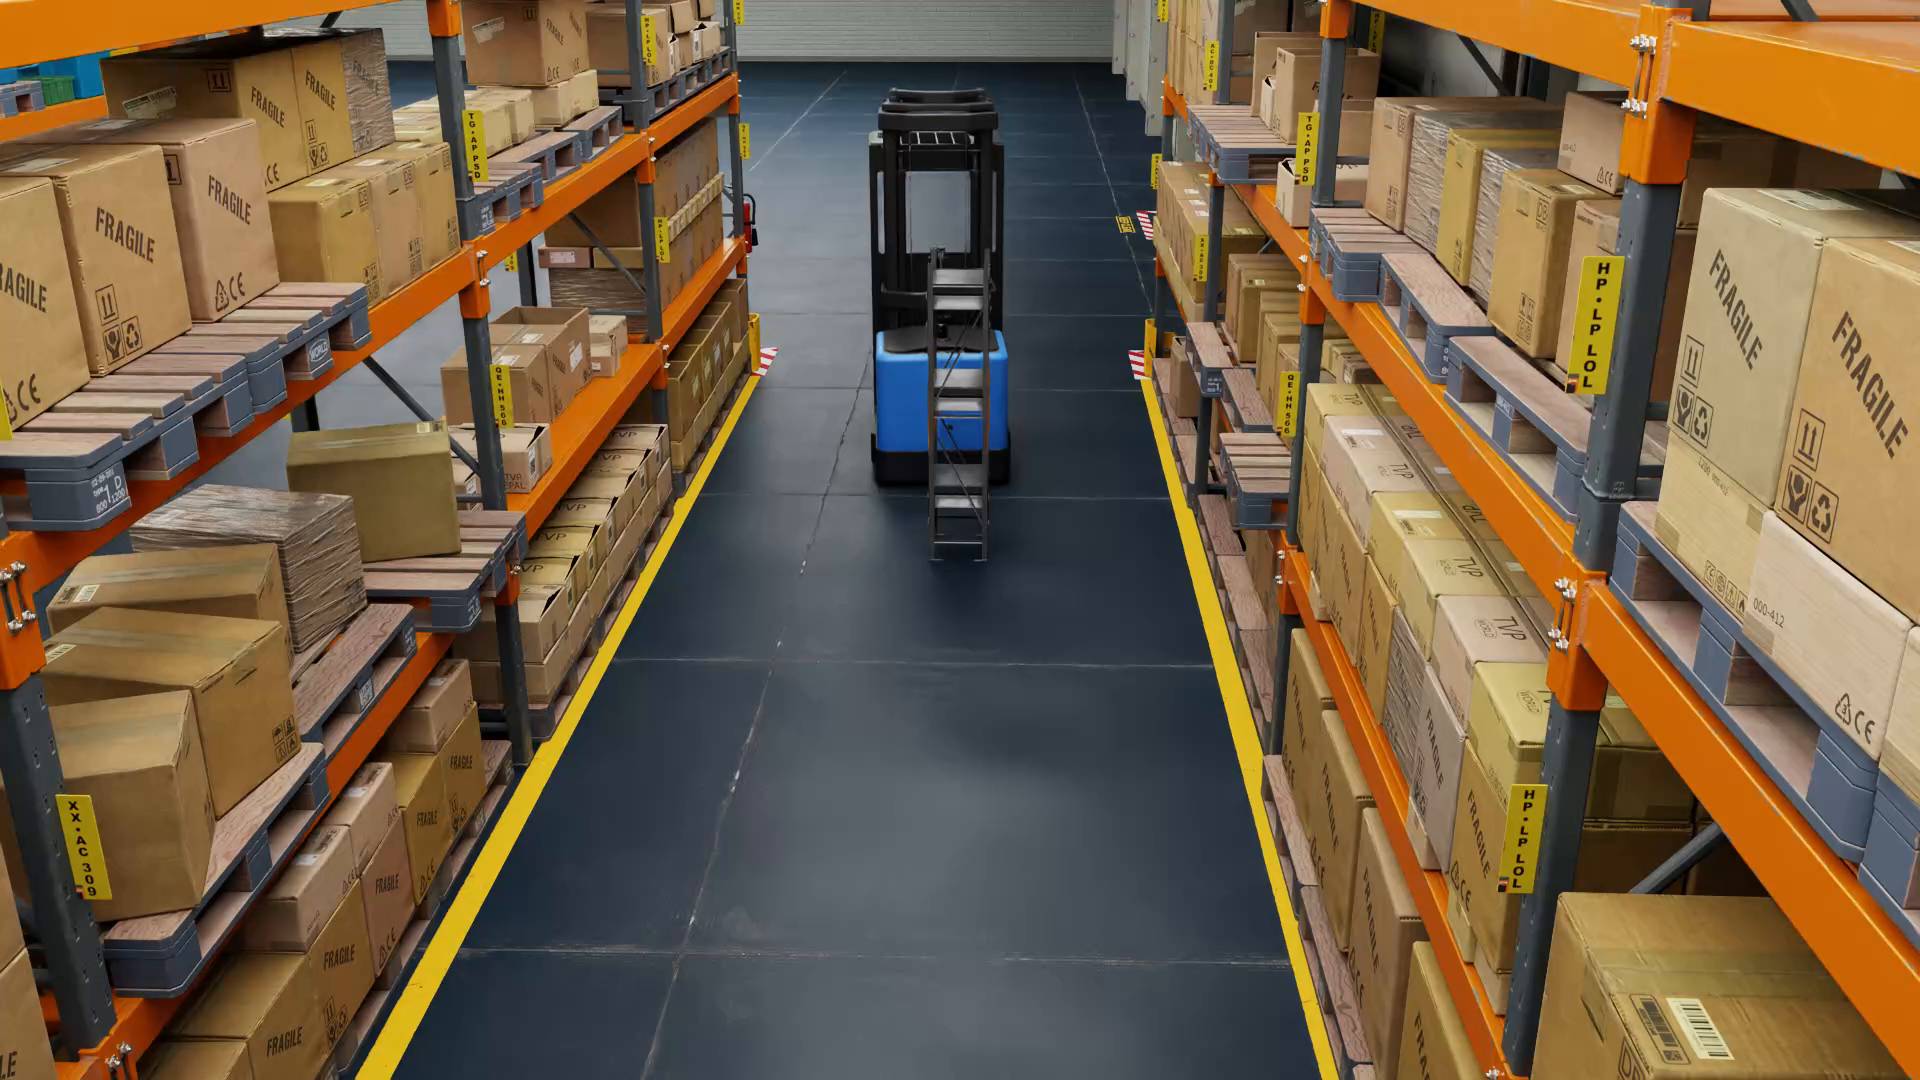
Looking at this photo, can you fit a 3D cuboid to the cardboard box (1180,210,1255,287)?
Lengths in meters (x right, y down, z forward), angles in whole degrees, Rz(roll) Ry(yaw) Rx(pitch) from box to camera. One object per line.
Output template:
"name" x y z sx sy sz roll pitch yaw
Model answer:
"cardboard box" 1.980 -2.245 12.811 0.500 0.500 0.500 1 21 1

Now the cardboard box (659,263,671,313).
"cardboard box" -2.670 -2.052 13.033 0.700 0.500 0.500 0 21 1

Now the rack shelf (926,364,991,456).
"rack shelf" -0.005 -0.906 11.500 0.431 0.518 0.480 1 21 2

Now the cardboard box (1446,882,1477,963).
"cardboard box" 1.733 1.182 5.154 0.380 0.149 0.250 1 21 3

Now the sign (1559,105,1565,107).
"sign" 2.698 -1.822 7.607 0.100 0.325 0.005 1 21 2

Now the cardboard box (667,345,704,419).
"cardboard box" -2.352 -1.263 13.321 0.500 0.500 0.500 1 21 2

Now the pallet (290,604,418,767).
"pallet" -2.863 0.585 6.641 1.003 0.211 1.213 1 21 2

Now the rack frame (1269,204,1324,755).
"rack frame" 2.143 -0.155 8.281 1.000 3.000 0.127 1 21 2

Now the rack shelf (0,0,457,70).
"rack shelf" -2.869 -1.760 5.672 1.077 0.370 4.000 1 21 2

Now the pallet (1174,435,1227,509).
"pallet" 2.250 -0.544 13.140 1.003 0.211 1.213 1 21 2

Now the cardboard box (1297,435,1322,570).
"cardboard box" 1.873 -0.177 7.760 0.500 0.500 0.500 1 21 3

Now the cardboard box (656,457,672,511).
"cardboard box" -2.409 -0.415 12.172 0.500 0.250 0.500 0 21 1

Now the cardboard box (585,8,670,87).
"cardboard box" -2.407 -3.540 11.946 0.500 0.500 0.500 2 21 6

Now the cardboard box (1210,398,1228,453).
"cardboard box" 2.257 -1.017 13.349 0.500 0.500 0.500 -1 21 -2

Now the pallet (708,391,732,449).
"pallet" -2.586 -1.084 14.530 1.003 0.211 1.213 1 21 2

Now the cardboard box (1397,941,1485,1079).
"cardboard box" 1.912 1.861 5.476 0.750 0.750 0.750 1 21 2

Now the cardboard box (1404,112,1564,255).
"cardboard box" 2.223 -1.437 6.692 0.700 0.500 0.500 -1 21 -1

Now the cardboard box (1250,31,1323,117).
"cardboard box" 2.169 -3.045 10.865 0.500 0.500 0.500 4 22 9

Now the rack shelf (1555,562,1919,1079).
"rack shelf" 1.961 0.952 2.278 1.077 0.370 4.000 1 21 2

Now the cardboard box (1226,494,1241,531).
"cardboard box" 2.259 -0.374 11.695 0.700 0.500 0.500 1 21 3

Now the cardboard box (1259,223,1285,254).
"cardboard box" 2.488 -2.058 12.328 0.500 0.500 0.500 0 21 0

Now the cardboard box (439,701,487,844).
"cardboard box" -2.602 1.093 7.913 0.500 0.500 0.500 1 21 4

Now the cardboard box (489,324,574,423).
"cardboard box" -2.757 -1.052 10.455 0.500 0.500 0.500 1 21 2

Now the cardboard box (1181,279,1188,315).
"cardboard box" 2.000 -1.895 12.946 0.500 0.250 0.500 1 21 2

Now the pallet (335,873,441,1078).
"pallet" -2.908 1.802 7.094 1.003 0.211 1.213 1 21 2

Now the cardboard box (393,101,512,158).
"cardboard box" -2.824 -2.293 9.273 0.500 0.250 0.500 0 21 1

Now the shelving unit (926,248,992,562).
"shelving unit" -0.005 -0.919 11.495 0.431 2.100 0.503 1 21 2

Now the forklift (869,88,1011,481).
"forklift" -0.200 -2.316 13.946 1.130 2.935 3.031 -1 21 -2

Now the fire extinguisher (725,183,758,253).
"fire extinguisher" -2.097 -3.102 15.984 0.296 0.674 0.183 1 21 2

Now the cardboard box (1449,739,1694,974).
"cardboard box" 1.784 0.927 4.916 0.500 0.500 0.500 0 21 1

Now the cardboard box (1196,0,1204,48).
"cardboard box" 2.016 -3.905 12.252 0.500 0.500 0.500 2 21 5

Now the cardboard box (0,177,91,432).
"cardboard box" -2.841 -0.630 4.503 0.600 0.600 0.600 -1 21 -3

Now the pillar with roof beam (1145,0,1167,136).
"pillar with roof beam" -0.525 -12.137 30.869 9.100 9.000 0.400 1 21 2

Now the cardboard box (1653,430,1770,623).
"cardboard box" 1.737 -0.032 3.308 0.500 0.250 0.500 1 21 1

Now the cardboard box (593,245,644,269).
"cardboard box" -2.485 -2.098 12.255 0.380 0.149 0.250 1 21 2

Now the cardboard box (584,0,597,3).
"cardboard box" -2.888 -4.209 13.671 0.500 0.500 0.500 1 21 2

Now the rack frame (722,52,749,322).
"rack frame" -2.565 -3.100 15.873 1.000 3.000 0.127 1 21 2

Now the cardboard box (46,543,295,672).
"cardboard box" -2.938 0.356 6.245 0.700 0.500 0.500 -5 22 -12

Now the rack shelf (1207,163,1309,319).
"rack shelf" 2.204 -1.941 9.732 1.077 0.370 4.000 1 21 2

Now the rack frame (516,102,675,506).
"rack frame" -2.686 -1.654 12.146 1.000 3.000 0.127 1 21 2

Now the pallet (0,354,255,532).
"pallet" -2.840 -0.307 4.788 1.213 0.211 1.003 1 21 2

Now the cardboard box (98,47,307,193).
"cardboard box" -2.859 -1.593 6.320 0.500 0.500 0.500 1 21 2

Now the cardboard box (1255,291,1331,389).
"cardboard box" 2.203 -1.229 10.303 0.700 0.500 0.500 4 21 9

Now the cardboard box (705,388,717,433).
"cardboard box" -2.329 -1.094 13.922 0.500 0.250 0.500 1 21 2

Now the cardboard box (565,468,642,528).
"cardboard box" -2.439 -0.311 11.130 0.500 0.311 0.500 1 21 1

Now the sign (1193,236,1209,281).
"sign" 1.723 -2.008 11.860 0.100 0.325 0.005 1 21 2

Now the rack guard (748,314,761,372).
"rack guard" -2.564 -1.944 16.348 1.175 0.500 0.348 1 21 2

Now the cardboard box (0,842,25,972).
"cardboard box" -2.686 0.911 4.013 0.500 0.500 0.500 1 21 2

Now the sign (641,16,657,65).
"sign" -2.144 -3.438 11.446 0.100 0.325 0.005 1 21 2

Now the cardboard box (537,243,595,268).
"cardboard box" -2.892 -2.104 12.270 0.380 0.149 0.250 1 21 2

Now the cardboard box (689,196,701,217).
"cardboard box" -2.424 -2.841 14.169 0.380 0.149 0.250 1 21 3

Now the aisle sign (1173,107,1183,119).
"aisle sign" 2.089 -4.289 15.341 0.394 0.787 0.004 1 21 2

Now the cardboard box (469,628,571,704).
"cardboard box" -2.499 0.692 9.319 0.500 0.250 0.500 1 21 1

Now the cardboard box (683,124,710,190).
"cardboard box" -2.604 -3.374 14.646 0.700 0.500 0.500 0 21 0

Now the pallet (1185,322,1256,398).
"pallet" 2.096 -1.237 11.335 1.003 0.211 1.213 1 21 2

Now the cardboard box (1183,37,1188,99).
"cardboard box" 2.068 -3.808 13.384 0.500 0.500 0.500 2 21 5
